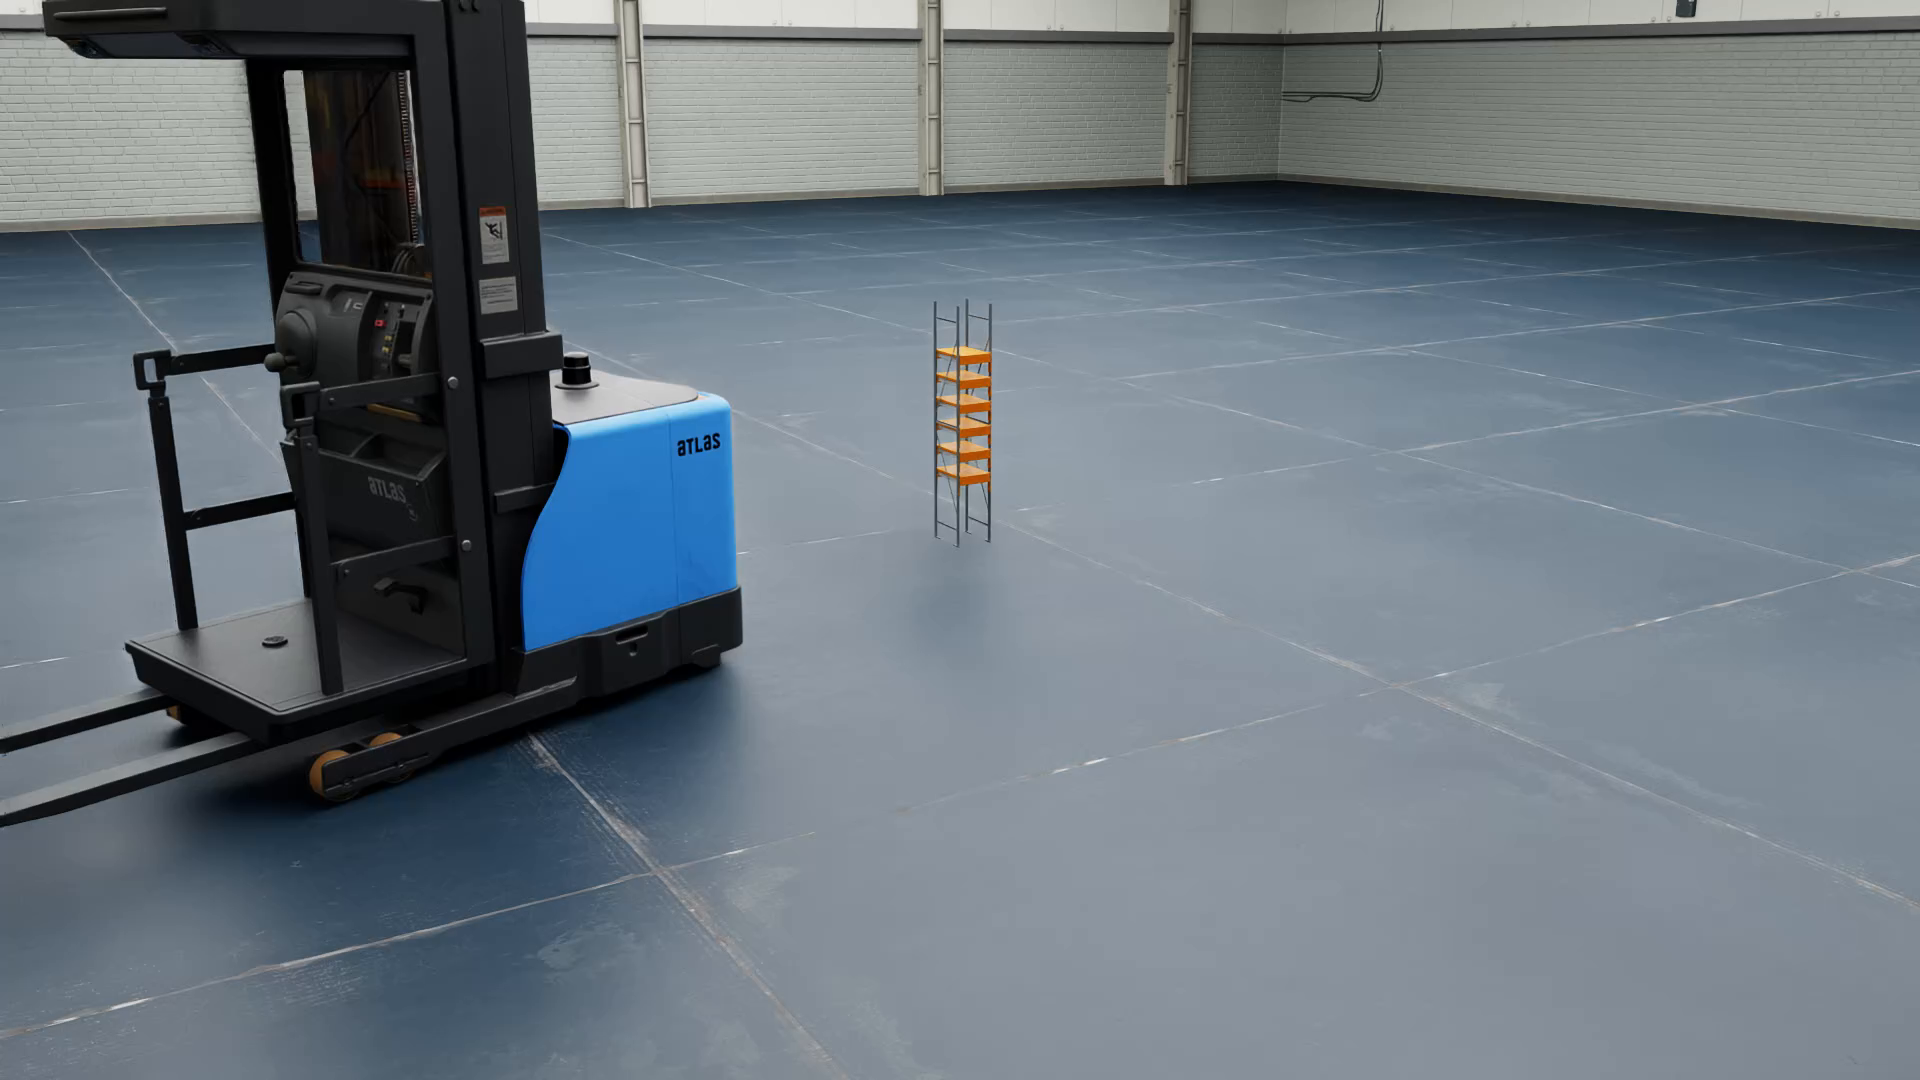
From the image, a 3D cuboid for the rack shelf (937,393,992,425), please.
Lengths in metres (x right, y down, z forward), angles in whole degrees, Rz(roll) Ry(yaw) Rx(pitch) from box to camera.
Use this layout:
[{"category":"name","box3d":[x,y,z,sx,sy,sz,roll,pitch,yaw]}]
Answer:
[{"category":"rack shelf","box3d":[0.012,-0.653,8.235,0.180,0.103,0.258,-9,18,-30]}]

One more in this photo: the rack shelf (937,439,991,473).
[{"category":"rack shelf","box3d":[0.012,-0.421,8.299,0.180,0.103,0.258,-9,18,-30]}]

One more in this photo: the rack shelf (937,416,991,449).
[{"category":"rack shelf","box3d":[0.012,-0.537,8.267,0.180,0.103,0.258,-9,18,-30]}]

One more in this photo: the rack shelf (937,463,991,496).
[{"category":"rack shelf","box3d":[0.012,-0.306,8.332,0.180,0.103,0.258,-9,18,-30]}]

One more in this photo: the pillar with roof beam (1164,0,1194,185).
[{"category":"pillar with roof beam","box3d":[6.799,-10.901,30.627,0.400,9.000,9.100,-9,18,-30]}]

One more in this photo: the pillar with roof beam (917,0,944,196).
[{"category":"pillar with roof beam","box3d":[1.656,-10.067,27.651,0.400,9.000,9.100,-9,18,-30]}]

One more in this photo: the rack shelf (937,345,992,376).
[{"category":"rack shelf","box3d":[0.012,-0.884,8.170,0.180,0.103,0.258,-9,18,-30]}]

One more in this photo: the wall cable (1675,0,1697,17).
[{"category":"wall cable","box3d":[12.664,-11.440,26.247,0.169,6.003,2.305,-9,18,-30]}]

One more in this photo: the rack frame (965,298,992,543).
[{"category":"rack frame","box3d":[0.091,-0.592,8.300,0.006,1.200,0.240,-9,18,-30]}]

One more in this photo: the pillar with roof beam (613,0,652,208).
[{"category":"pillar with roof beam","box3d":[-3.487,-9.233,24.676,0.400,9.000,9.100,-9,18,-30]}]

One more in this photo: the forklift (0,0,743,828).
[{"category":"forklift","box3d":[-2.211,-0.715,5.531,1.130,2.935,3.031,13,20,39]}]

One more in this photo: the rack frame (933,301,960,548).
[{"category":"rack frame","box3d":[-0.066,-0.567,8.210,0.006,1.200,0.240,-9,18,-30]}]

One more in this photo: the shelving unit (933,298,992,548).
[{"category":"shelving unit","box3d":[0.012,-0.580,8.255,0.189,1.200,0.258,-9,18,-30]}]

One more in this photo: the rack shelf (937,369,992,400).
[{"category":"rack shelf","box3d":[0.012,-0.768,8.202,0.180,0.103,0.258,-9,18,-30]}]

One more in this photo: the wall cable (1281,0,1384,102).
[{"category":"wall cable","box3d":[7.789,-10.506,34.969,0.112,2.526,3.097,-9,18,-30]}]
